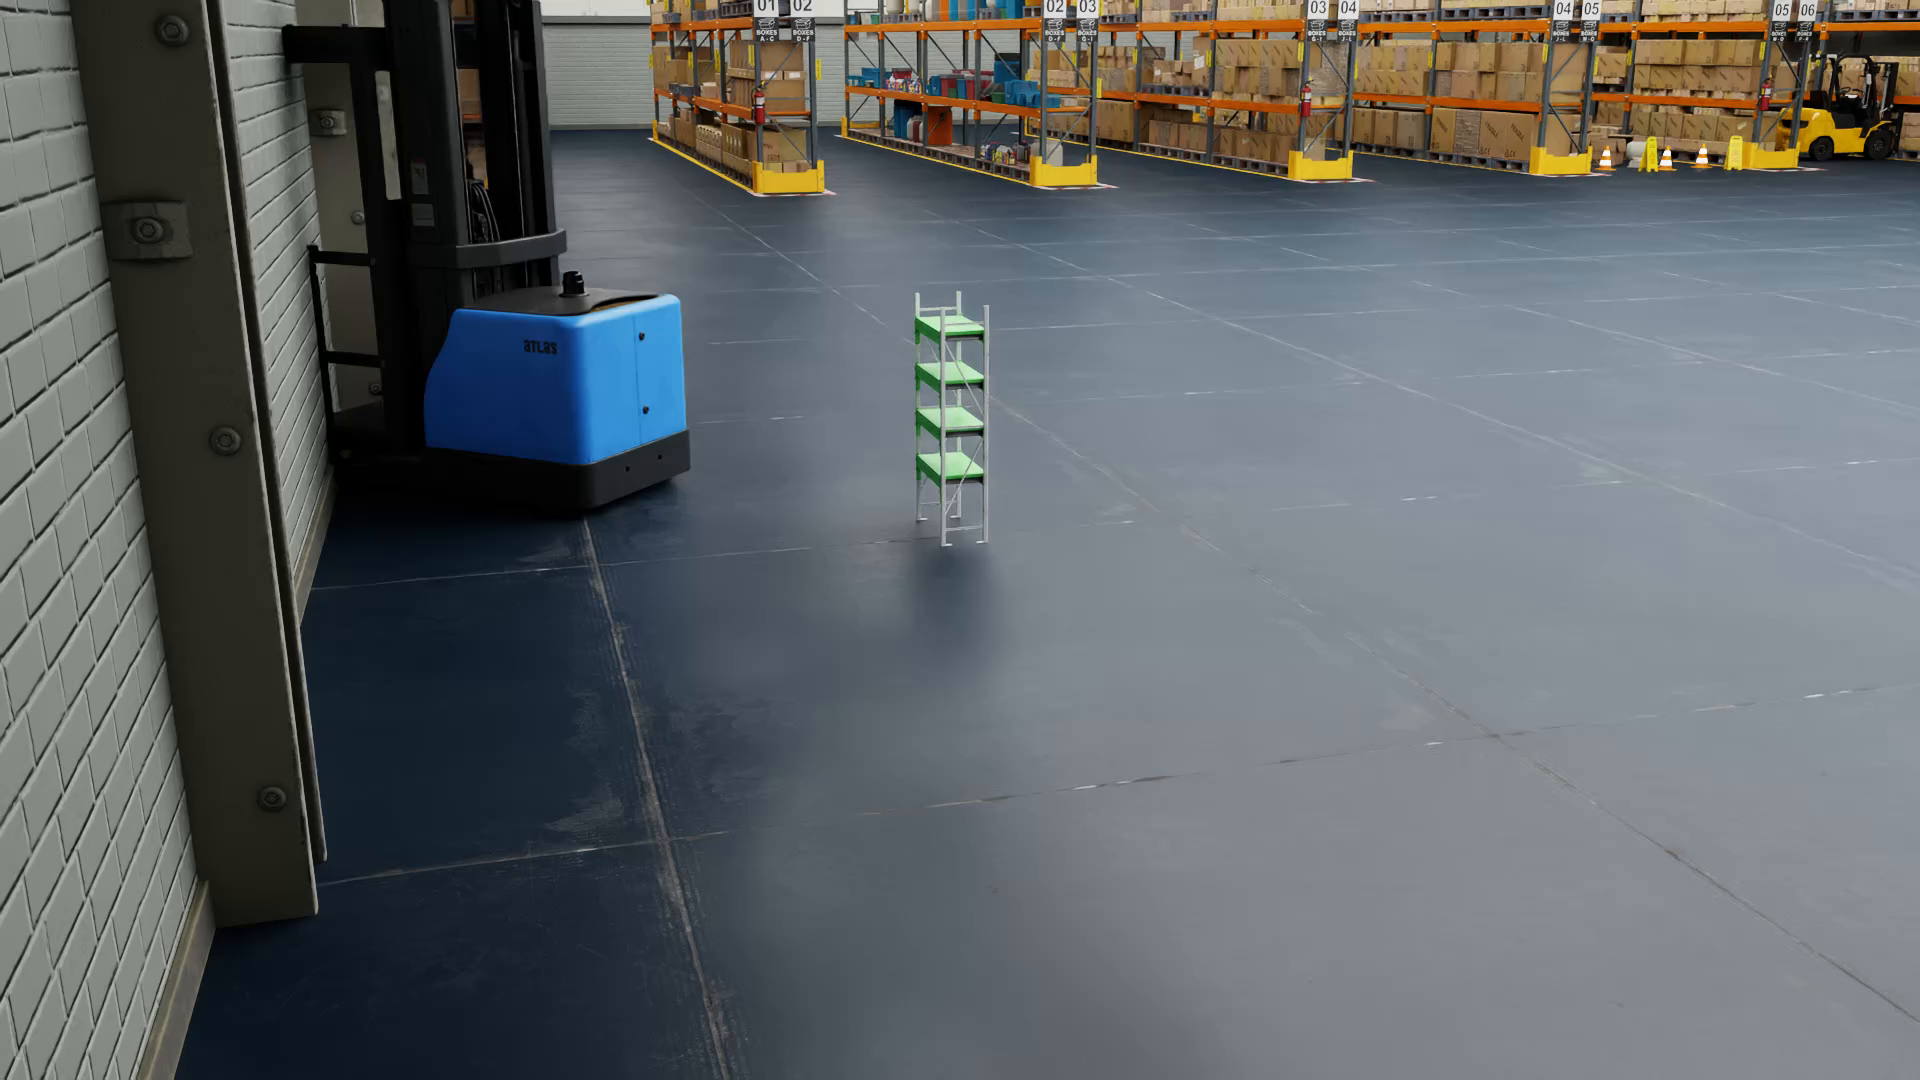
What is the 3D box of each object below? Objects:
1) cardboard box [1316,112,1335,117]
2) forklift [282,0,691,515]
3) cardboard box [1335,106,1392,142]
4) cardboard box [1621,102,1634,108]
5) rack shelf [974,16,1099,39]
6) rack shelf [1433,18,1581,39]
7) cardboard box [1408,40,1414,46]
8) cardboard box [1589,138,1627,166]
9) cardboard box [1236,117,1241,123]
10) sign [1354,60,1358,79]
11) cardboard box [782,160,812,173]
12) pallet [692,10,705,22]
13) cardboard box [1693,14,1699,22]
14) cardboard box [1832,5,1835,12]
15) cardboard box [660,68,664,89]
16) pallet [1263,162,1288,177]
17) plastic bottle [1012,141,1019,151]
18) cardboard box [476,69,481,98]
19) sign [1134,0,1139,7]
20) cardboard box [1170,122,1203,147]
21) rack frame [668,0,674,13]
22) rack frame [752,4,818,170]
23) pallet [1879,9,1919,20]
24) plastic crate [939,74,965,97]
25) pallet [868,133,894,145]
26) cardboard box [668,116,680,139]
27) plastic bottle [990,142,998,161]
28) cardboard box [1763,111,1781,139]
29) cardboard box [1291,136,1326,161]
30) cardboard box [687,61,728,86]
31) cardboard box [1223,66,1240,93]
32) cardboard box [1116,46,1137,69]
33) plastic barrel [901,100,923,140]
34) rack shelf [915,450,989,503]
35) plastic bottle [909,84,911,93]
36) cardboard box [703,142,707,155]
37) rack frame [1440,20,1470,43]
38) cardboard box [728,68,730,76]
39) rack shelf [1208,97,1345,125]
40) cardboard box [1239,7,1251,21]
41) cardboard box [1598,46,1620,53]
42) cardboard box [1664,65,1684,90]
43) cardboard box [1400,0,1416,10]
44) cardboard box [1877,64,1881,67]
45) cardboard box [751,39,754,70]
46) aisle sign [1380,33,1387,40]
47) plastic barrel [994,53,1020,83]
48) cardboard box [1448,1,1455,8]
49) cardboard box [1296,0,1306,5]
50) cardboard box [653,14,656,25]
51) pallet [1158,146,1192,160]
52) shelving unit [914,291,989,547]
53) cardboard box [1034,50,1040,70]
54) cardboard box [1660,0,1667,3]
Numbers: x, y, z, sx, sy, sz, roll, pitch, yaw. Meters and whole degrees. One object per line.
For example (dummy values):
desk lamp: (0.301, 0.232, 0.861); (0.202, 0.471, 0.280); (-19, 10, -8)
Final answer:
cardboard box: (8.803, -10.188, 39.465); (0.500, 0.250, 0.500); (-5, 17, -17)
forklift: (-3.106, -1.806, 9.368); (3.031, 2.935, 1.130); (8, 18, 24)
cardboard box: (9.324, -9.604, 38.392); (1.050, 0.750, 0.750); (-5, 17, -16)
cardboard box: (17.810, -11.554, 44.191); (0.380, 0.149, 0.250); (-5, 17, -16)
rack shelf: (1.333, -9.333, 30.344); (1.077, 0.370, 4.000); (-5, 17, -15)
rack shelf: (10.892, -10.089, 32.860); (1.077, 0.370, 4.000); (-5, 17, -15)
cardboard box: (12.268, -13.366, 44.694); (0.380, 0.149, 0.250); (-5, 17, -16)
cardboard box: (13.257, -7.953, 34.053); (0.637, 0.503, 0.797); (11, 20, 32)
cardboard box: (7.511, -11.095, 43.884); (0.380, 0.149, 0.250); (-4, 17, -14)
sign: (7.167, -8.537, 30.152); (0.100, 0.325, 0.005); (-5, 17, -15)
cardboard box: (-2.814, -6.347, 28.418); (0.500, 0.250, 0.500); (-5, 17, -15)
pallet: (-4.807, -10.675, 33.891); (1.213, 0.211, 1.003); (-4, 17, -13)
cardboard box: (15.348, -10.752, 34.256); (0.380, 0.149, 0.250); (-5, 17, -15)
cardboard box: (19.801, -12.178, 38.099); (0.380, 0.149, 0.250); (-5, 17, -15)
cardboard box: (-6.992, -11.207, 40.374); (0.500, 0.500, 0.500); (-4, 17, -15)
pallet: (6.435, -6.992, 31.363); (1.003, 0.211, 1.213); (-5, 17, -15)
plastic bottle: (1.099, -7.569, 32.276); (0.144, 0.351, 0.185); (-5, 17, -15)
cardboard box: (-7.485, -7.357, 26.652); (0.500, 0.500, 0.500); (-5, 17, -15)
sign: (3.911, -11.972, 36.845); (0.100, 0.325, 0.005); (-5, 17, -15)
cardboard box: (4.977, -8.813, 36.158); (0.700, 0.500, 0.500); (-3, 17, -11)
rack frame: (-6.179, -13.489, 37.717); (1.000, 3.000, 0.127); (-5, 17, -15)
rack frame: (-2.881, -7.297, 27.530); (1.000, 3.000, 0.127); (-5, 17, -15)
pallet: (20.437, -11.186, 35.417); (1.003, 0.211, 1.213); (-5, 17, -15)
plastic crate: (-0.166, -9.460, 34.619); (0.402, 0.464, 0.583); (-5, 17, -15)
pallet: (-1.654, -9.872, 40.949); (1.003, 0.211, 1.213); (-5, 17, -15)
cardboard box: (-6.608, -9.765, 39.327); (0.500, 0.500, 0.500); (-5, 17, -15)
plastic bottle: (0.658, -7.428, 31.805); (0.144, 0.351, 0.185); (-5, 18, -18)
cardboard box: (19.486, -9.785, 39.211); (0.875, 0.625, 0.625); (-5, 17, -16)
cardboard box: (6.490, -7.257, 31.013); (0.500, 0.500, 0.500); (-1, 17, -5)
cardboard box: (-5.361, -9.924, 35.372); (0.700, 0.500, 0.500); (-12, 20, -34)
cardboard box: (5.714, -9.105, 32.860); (0.875, 0.500, 0.500); (-5, 17, -15)
cardboard box: (4.085, -11.204, 38.620); (0.797, 0.503, 0.637); (-4, 17, -14)
plastic barrel: (-1.087, -9.855, 38.965); (0.600, 0.901, 0.708); (-5, 17, -15)
rack shelf: (-0.045, -0.329, 8.519); (0.258, 0.148, 0.480); (-5, 17, -15)
plastic bottle: (-1.102, -10.169, 37.437); (0.097, 0.201, 0.097); (0, 17, 0)
cardboard box: (-4.930, -7.944, 33.733); (0.500, 0.250, 0.500); (-5, 17, -17)
rack frame: (12.876, -12.182, 43.793); (1.000, 3.000, 0.127); (-5, 17, -15)
cardboard box: (-4.092, -8.672, 30.807); (0.380, 0.149, 0.250); (-5, 17, -15)
rack shelf: (6.095, -8.288, 32.079); (1.077, 0.370, 4.000); (-5, 17, -15)
cardboard box: (5.700, -10.121, 31.979); (0.500, 0.250, 0.500); (-5, 18, -17)
cardboard box: (14.528, -10.971, 37.212); (0.380, 0.149, 0.250); (-5, 17, -17)
cardboard box: (15.213, -9.739, 34.968); (0.500, 0.500, 0.500); (-5, 17, -16)
cardboard box: (9.792, -11.488, 35.624); (0.500, 0.250, 0.500); (-5, 17, -16)
cardboard box: (20.005, -10.256, 36.079); (0.380, 0.149, 0.250); (-5, 18, -17)
cardboard box: (-3.161, -8.256, 28.294); (0.700, 0.500, 0.500); (-5, 17, -17)
aisle sign: (12.055, -14.578, 47.250); (0.394, 0.787, 0.004); (-5, 17, -15)
plastic barrel: (0.969, -9.165, 32.877); (0.600, 0.901, 0.708); (-5, 17, -15)
cardboard box: (10.189, -10.916, 33.897); (0.380, 0.149, 0.250); (-5, 17, -15)
cardboard box: (6.269, -9.687, 29.840); (0.380, 0.149, 0.250); (-5, 17, -15)
cardboard box: (-7.256, -12.786, 40.850); (0.500, 0.250, 0.500); (-5, 17, -15)
pallet: (4.992, -8.403, 36.061); (1.003, 0.211, 1.213); (-5, 17, -15)
shelving unit: (-0.045, -0.620, 8.432); (0.258, 1.200, 0.503); (-5, 17, -15)
cardboard box: (2.258, -12.642, 43.765); (0.500, 0.500, 0.500); (-5, 17, -17)
cardboard box: (15.010, -11.411, 35.062); (0.380, 0.149, 0.250); (-5, 18, -17)
